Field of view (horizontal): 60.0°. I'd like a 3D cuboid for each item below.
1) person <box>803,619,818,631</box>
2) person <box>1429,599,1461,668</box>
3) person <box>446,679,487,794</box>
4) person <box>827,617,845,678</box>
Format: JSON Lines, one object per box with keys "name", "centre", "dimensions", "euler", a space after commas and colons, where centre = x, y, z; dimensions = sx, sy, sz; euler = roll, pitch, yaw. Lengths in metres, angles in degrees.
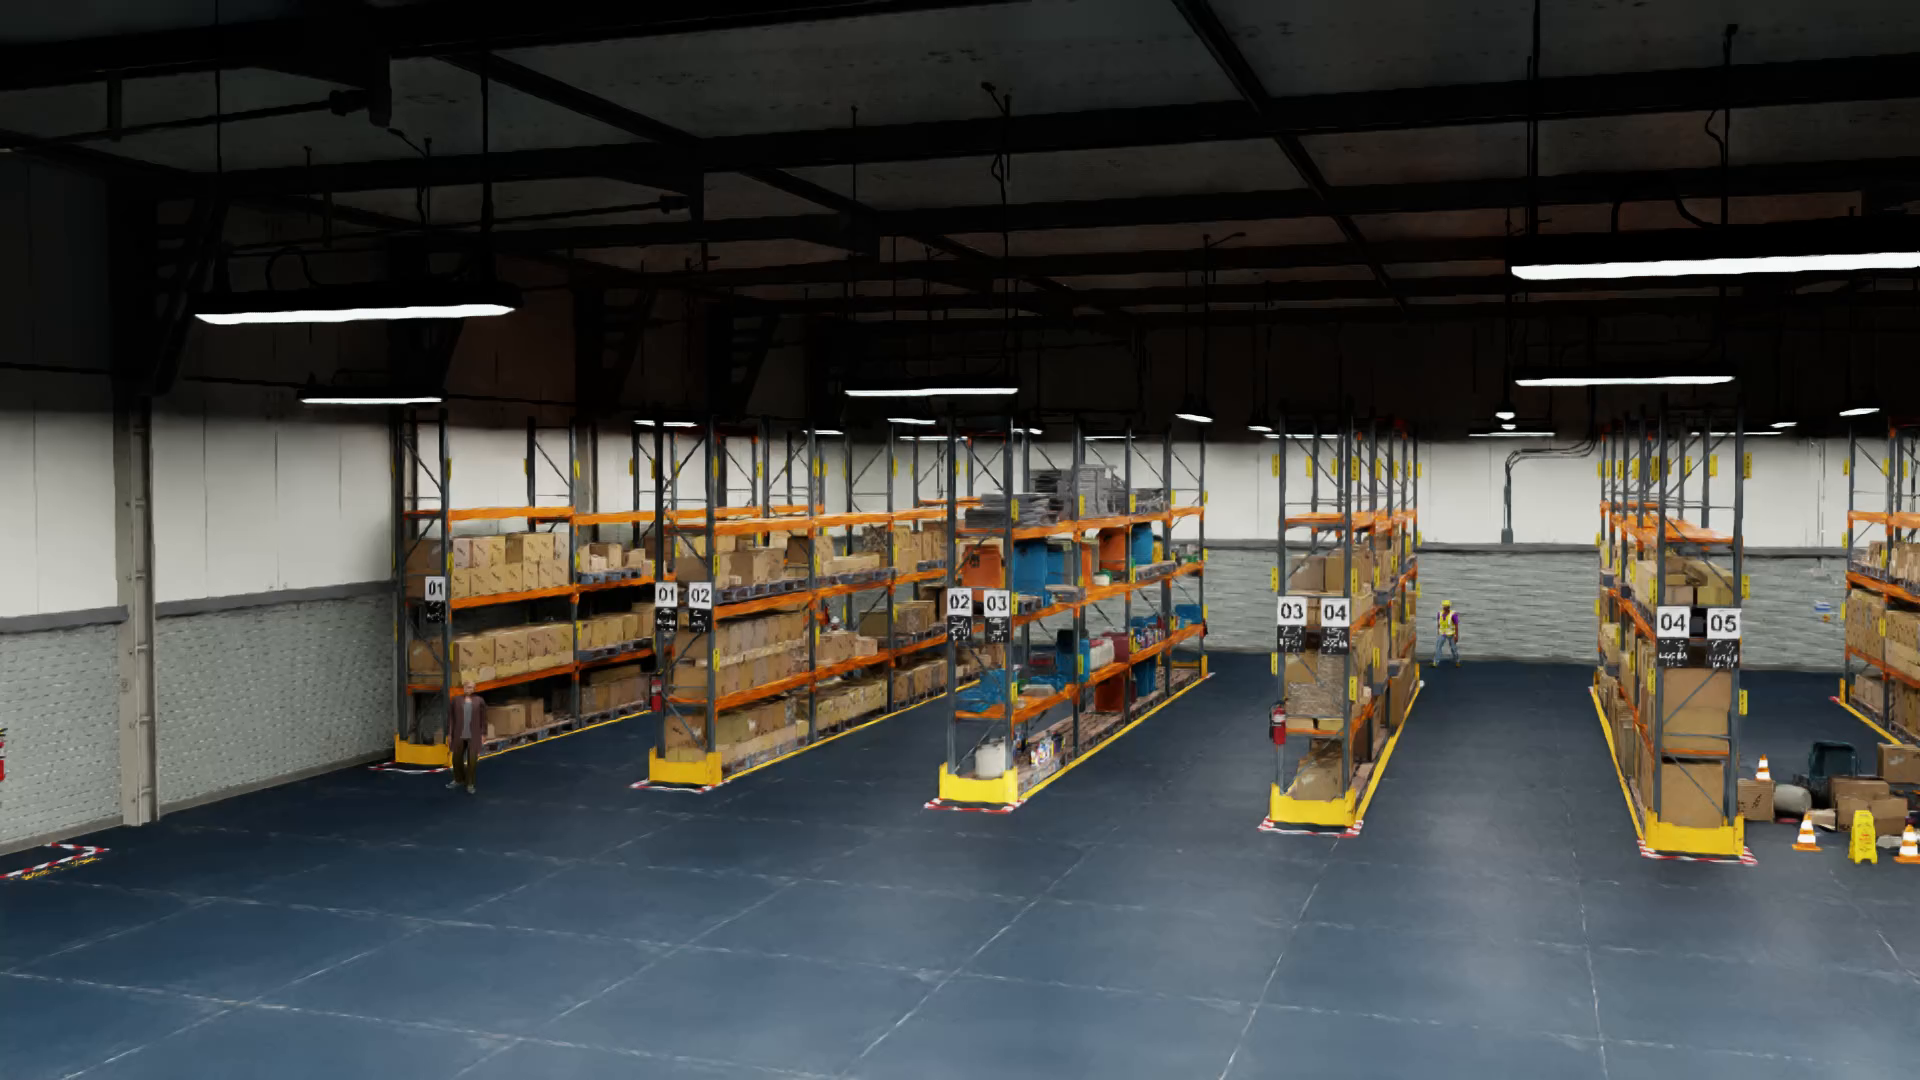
{"name": "person", "centre": [-4.122, 2.205, 44.974], "dimensions": [0.712, 1.718, 0.500], "euler": [-2, 3, -44]}
{"name": "person", "centre": [12.254, 2.352, 41.886], "dimensions": [0.622, 1.721, 0.958], "euler": [2, 3, 42]}
{"name": "person", "centre": [-7.649, 3.016, 25.757], "dimensions": [0.622, 1.767, 0.608], "euler": [-1, 3, -16]}
{"name": "person", "centre": [-2.757, 2.549, 36.937], "dimensions": [0.553, 1.709, 1.123], "euler": [1, 3, 21]}
